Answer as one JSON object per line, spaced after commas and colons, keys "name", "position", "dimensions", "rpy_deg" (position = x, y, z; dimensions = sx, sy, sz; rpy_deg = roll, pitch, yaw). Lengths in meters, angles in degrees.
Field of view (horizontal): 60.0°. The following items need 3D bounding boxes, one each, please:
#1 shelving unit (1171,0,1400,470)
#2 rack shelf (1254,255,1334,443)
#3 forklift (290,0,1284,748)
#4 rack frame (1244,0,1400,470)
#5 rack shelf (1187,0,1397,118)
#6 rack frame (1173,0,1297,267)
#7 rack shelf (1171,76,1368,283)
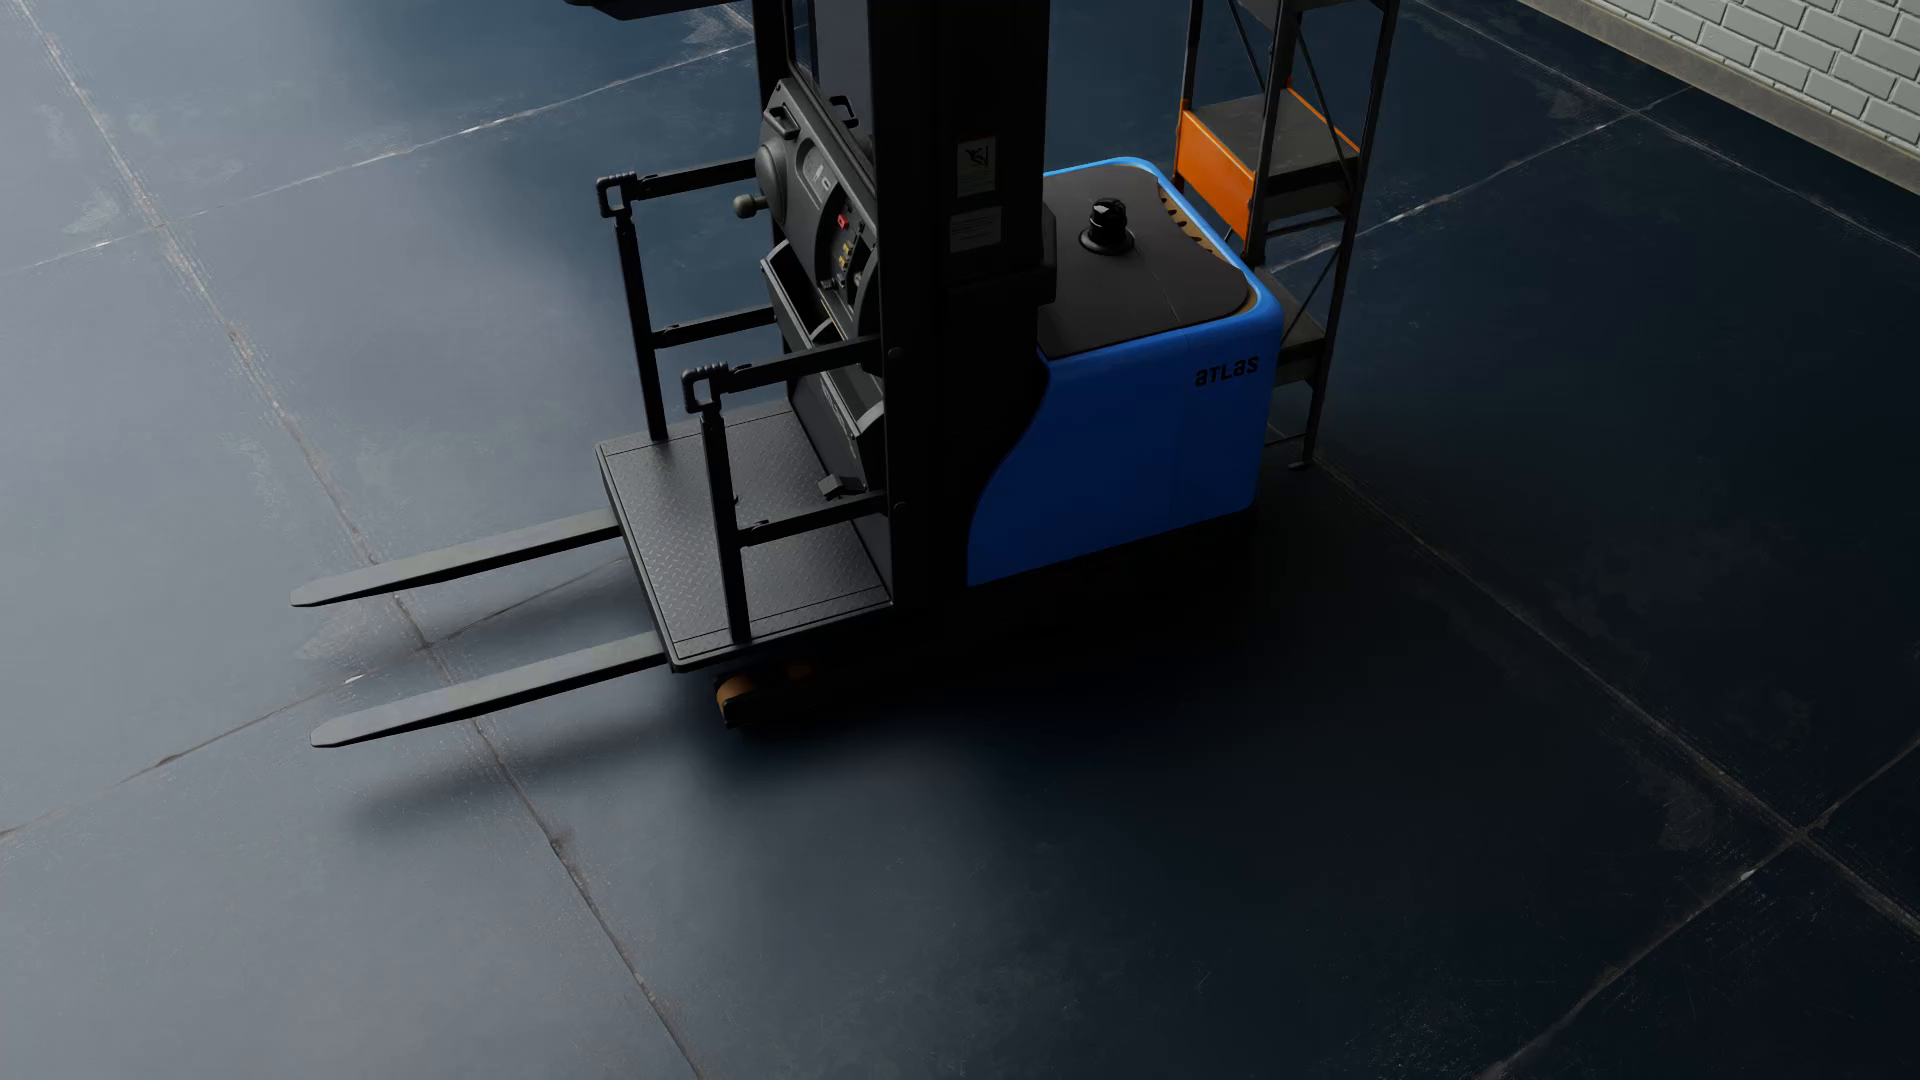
{"name": "shelving unit", "position": [0.994, -1.144, 5.428], "dimensions": [0.431, 2.100, 0.503], "rpy_deg": [-16, 46, -16]}
{"name": "rack shelf", "position": [0.994, -0.628, 5.921], "dimensions": [0.431, 0.518, 0.480], "rpy_deg": [-16, 46, -16]}
{"name": "forklift", "position": [-0.586, -0.900, 4.570], "dimensions": [3.031, 2.935, 1.130], "rpy_deg": [-15, 46, -15]}
{"name": "rack frame", "position": [1.087, -0.989, 5.265], "dimensions": [0.400, 2.100, 0.015], "rpy_deg": [-16, 46, -16]}
{"name": "rack shelf", "position": [0.994, -1.641, 4.954], "dimensions": [0.431, 0.518, 0.480], "rpy_deg": [-16, 46, -16]}
{"name": "rack frame", "position": [0.901, -1.300, 5.591], "dimensions": [0.400, 2.100, 0.015], "rpy_deg": [-16, 46, -16]}
{"name": "rack shelf", "position": [0.994, -1.134, 5.437], "dimensions": [0.431, 0.518, 0.480], "rpy_deg": [-16, 46, -16]}
